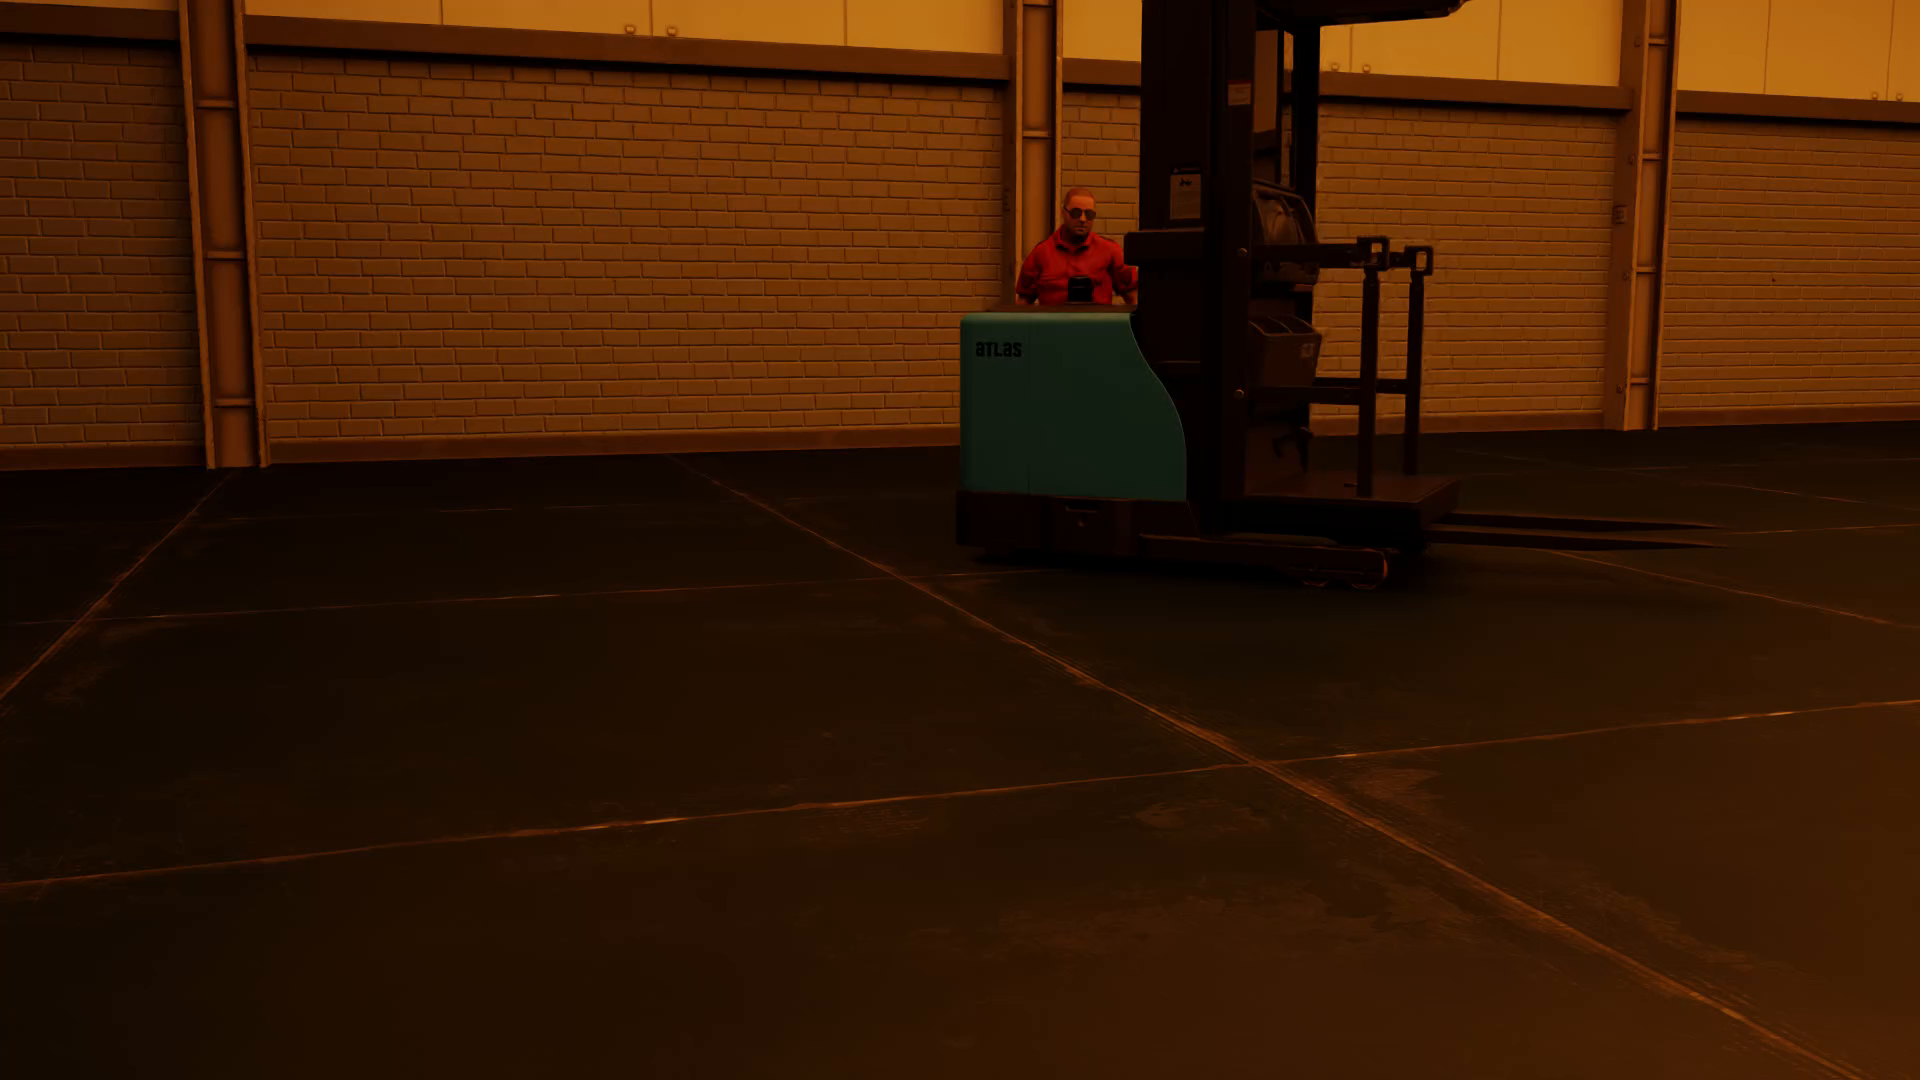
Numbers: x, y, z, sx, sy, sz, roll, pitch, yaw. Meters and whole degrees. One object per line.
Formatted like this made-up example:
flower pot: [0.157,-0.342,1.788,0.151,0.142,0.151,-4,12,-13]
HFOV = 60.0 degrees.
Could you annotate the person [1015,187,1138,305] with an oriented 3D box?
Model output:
person: [0.626,-0.936,8.518,0.842,1.702,0.390,2,8,11]

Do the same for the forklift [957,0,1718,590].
forklift: [1.544,-1.337,6.880,3.031,2.935,1.130,4,9,25]
